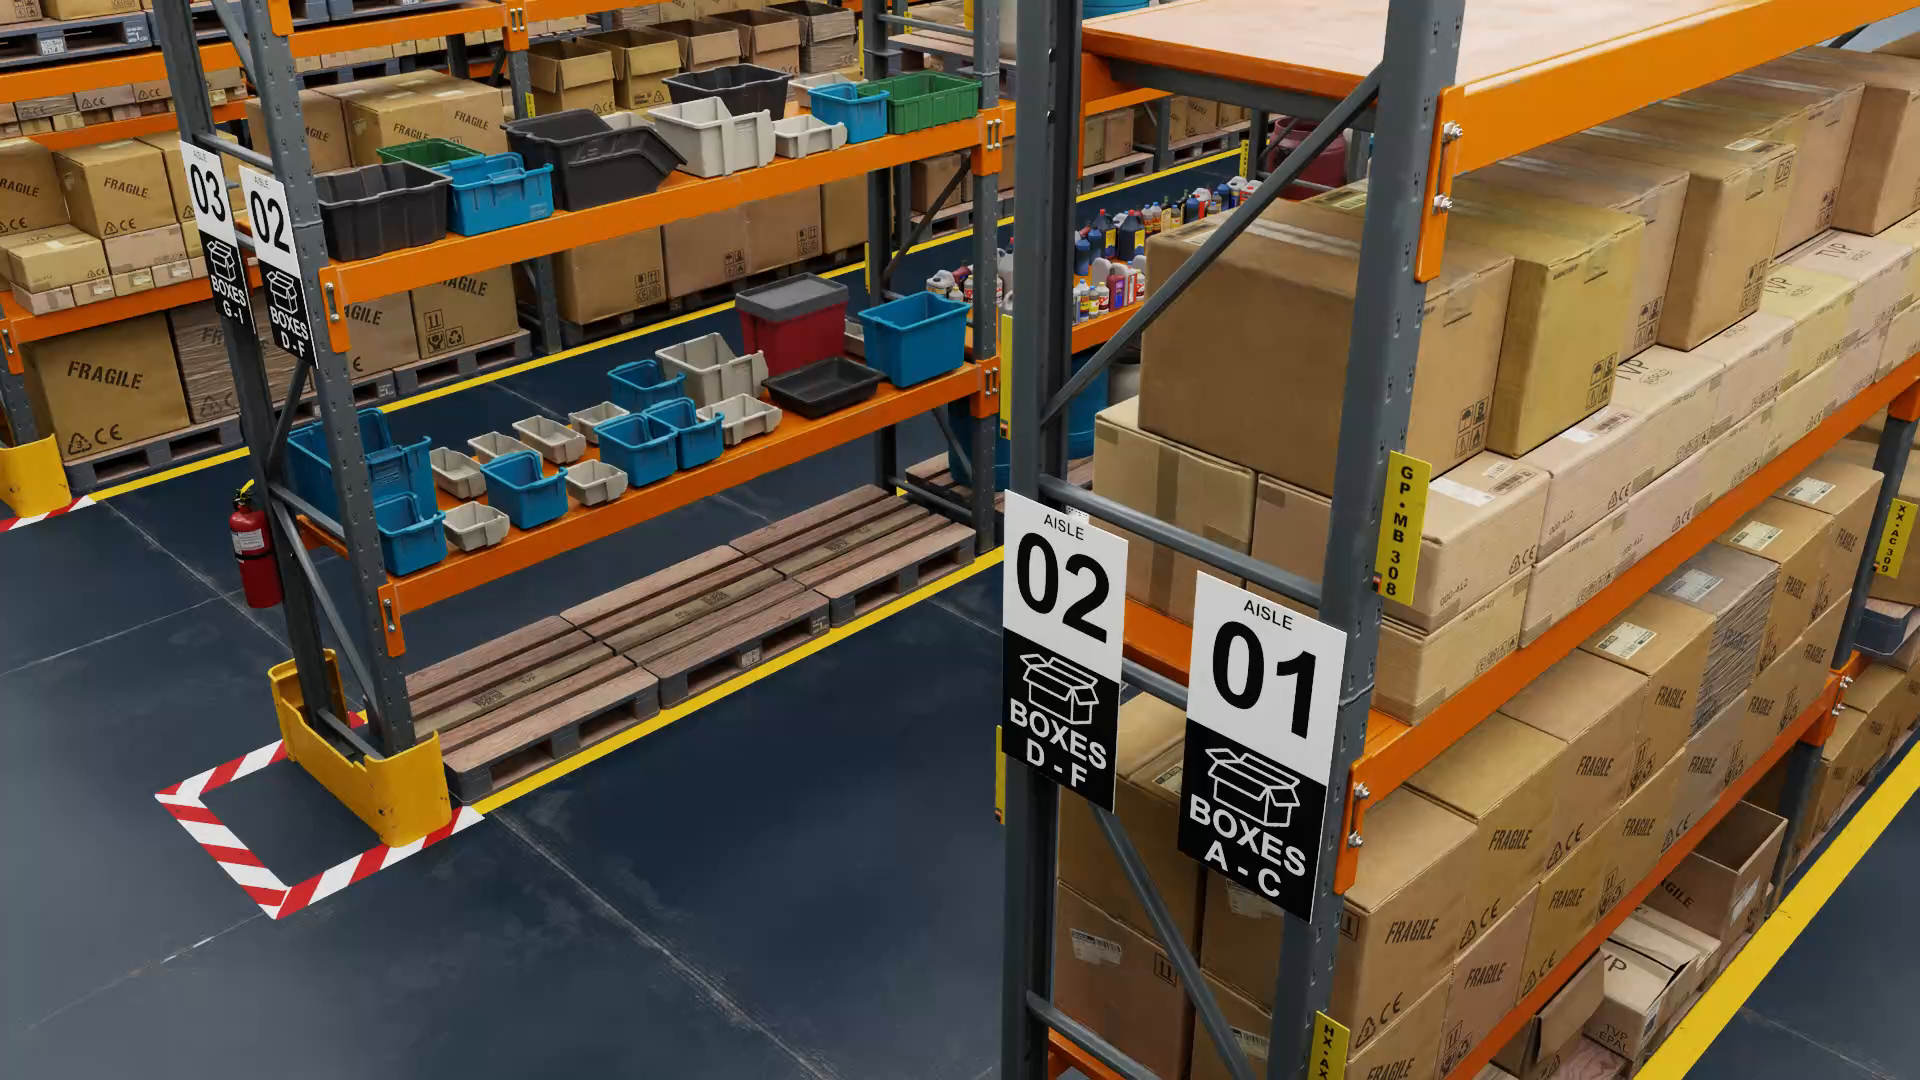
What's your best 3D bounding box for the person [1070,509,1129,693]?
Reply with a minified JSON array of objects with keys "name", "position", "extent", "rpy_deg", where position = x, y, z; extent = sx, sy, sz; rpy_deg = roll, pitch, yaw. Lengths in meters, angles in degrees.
[{"name":"person","position":[0.762,0.259,9.123],"extent":[0.575,1.099,0.929],"rpy_deg":[24,36,38]}]
